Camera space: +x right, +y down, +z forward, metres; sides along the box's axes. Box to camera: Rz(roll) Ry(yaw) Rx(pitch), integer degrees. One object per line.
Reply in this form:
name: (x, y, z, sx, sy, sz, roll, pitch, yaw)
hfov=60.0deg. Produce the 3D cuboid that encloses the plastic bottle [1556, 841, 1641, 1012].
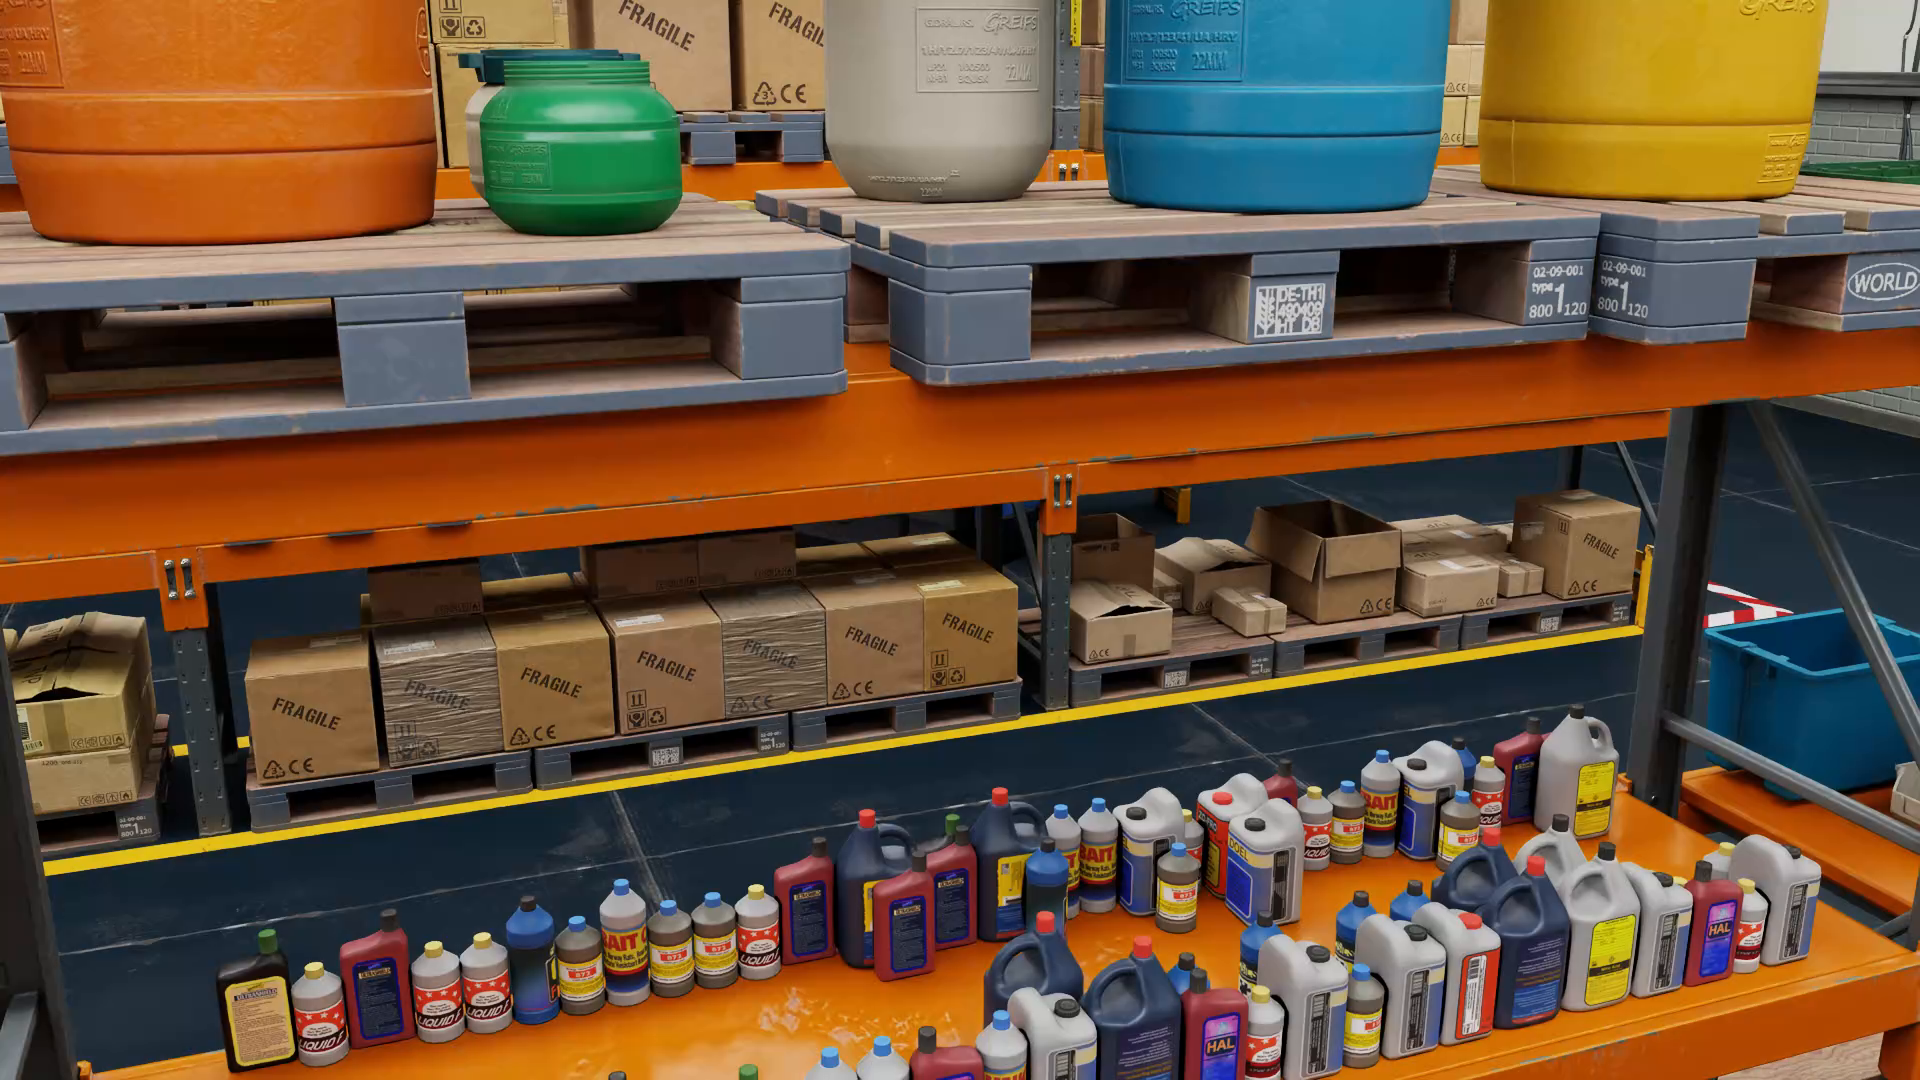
plastic bottle: (1.354, 0.819, 3.574, 0.185, 0.351, 0.144, -6, 17, -20)

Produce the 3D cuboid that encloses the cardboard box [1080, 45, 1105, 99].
cardboard box: (0.869, -2.278, 8.088, 0.500, 0.250, 0.500, -6, 17, -20)

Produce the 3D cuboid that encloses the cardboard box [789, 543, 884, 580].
cardboard box: (-0.707, 0.342, 8.765, 0.500, 0.500, 0.500, -6, 17, -19)

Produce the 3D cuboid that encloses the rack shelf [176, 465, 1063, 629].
rack shelf: (-1.541, -0.141, 8.030, 4.000, 0.370, 1.077, -6, 17, -20)

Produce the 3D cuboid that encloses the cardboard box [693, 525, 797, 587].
cardboard box: (-1.146, 0.027, 8.509, 0.500, 0.250, 0.500, -6, 17, -20)

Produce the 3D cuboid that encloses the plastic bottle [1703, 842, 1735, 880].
plastic bottle: (1.781, 0.805, 3.885, 0.097, 0.201, 0.097, 0, 16, 0)

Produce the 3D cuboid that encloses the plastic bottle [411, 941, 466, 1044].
plastic bottle: (-1.085, 0.932, 3.454, 0.097, 0.201, 0.097, 0, 16, 0)

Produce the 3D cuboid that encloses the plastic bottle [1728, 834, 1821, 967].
plastic bottle: (1.843, 0.801, 3.769, 0.135, 0.276, 0.152, -6, 17, -20)

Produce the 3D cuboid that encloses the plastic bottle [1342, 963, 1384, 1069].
plastic bottle: (0.807, 0.956, 3.370, 0.097, 0.201, 0.097, 0, 16, 0)

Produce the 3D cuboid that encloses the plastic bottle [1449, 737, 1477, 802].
plastic bottle: (1.284, 0.642, 4.315, 0.097, 0.271, 0.097, 0, 16, 0)

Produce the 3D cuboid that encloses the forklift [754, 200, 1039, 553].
forklift: (-0.570, -1.189, 10.444, 1.130, 2.935, 3.031, 13, 21, 36)

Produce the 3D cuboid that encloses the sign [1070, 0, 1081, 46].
sign: (0.528, -2.418, 7.568, 0.005, 0.325, 0.100, -6, 17, -20)

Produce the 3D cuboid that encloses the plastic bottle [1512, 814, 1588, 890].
plastic bottle: (1.302, 0.781, 3.703, 0.185, 0.351, 0.144, -6, 17, -20)

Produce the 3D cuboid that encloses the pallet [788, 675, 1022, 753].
pallet: (-0.420, 0.743, 8.695, 1.213, 0.211, 1.003, -6, 17, -20)

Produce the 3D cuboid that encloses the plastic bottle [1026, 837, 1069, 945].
plastic bottle: (0.197, 0.803, 3.768, 0.097, 0.271, 0.097, 0, 16, 0)

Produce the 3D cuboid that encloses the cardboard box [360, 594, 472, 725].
cardboard box: (-2.620, 0.548, 8.064, 0.500, 0.500, 0.500, -5, 17, -18)

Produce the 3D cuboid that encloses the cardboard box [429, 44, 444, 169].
cardboard box: (-2.537, -1.876, 7.160, 0.500, 0.500, 0.910, -6, 17, -20)

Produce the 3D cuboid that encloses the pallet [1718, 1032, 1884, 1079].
pallet: (2.768, 1.870, 4.856, 1.213, 0.211, 1.003, -6, 17, -20)

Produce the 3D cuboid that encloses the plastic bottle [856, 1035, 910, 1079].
plastic bottle: (-0.139, 1.025, 3.012, 0.097, 0.271, 0.097, 0, 16, 0)

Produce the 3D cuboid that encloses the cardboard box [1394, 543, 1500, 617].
cardboard box: (2.744, 0.225, 9.607, 0.500, 0.250, 0.500, -6, 17, -20)

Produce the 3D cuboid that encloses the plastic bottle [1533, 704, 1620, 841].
plastic bottle: (1.613, 0.594, 4.339, 0.185, 0.351, 0.144, -6, 17, -20)

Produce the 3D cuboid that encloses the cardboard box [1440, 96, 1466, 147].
cardboard box: (2.270, -2.189, 8.672, 0.500, 0.250, 0.500, -6, 17, -20)

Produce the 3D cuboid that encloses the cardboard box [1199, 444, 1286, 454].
cardboard box: (1.377, -0.768, 8.711, 0.500, 0.500, 0.500, -6, 17, -19)

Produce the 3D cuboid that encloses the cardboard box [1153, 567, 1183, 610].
cardboard box: (1.086, 0.284, 9.587, 0.250, 0.149, 0.380, -6, 17, -20)

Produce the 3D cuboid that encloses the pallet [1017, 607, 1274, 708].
pallet: (0.968, 0.582, 9.243, 1.213, 0.211, 1.003, -6, 17, -20)

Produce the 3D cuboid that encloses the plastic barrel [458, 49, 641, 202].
plastic barrel: (-0.691, -0.702, 2.840, 0.301, 0.262, 0.301, 0, 16, 0)

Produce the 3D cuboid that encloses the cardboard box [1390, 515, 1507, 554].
cardboard box: (2.985, 0.048, 10.210, 0.500, 0.250, 0.500, -6, 17, -20)

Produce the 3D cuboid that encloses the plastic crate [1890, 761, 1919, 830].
plastic crate: (2.581, 0.705, 4.237, 0.243, 0.136, 0.396, -6, 17, -20)

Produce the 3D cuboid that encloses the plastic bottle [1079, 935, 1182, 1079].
plastic bottle: (0.325, 0.930, 3.196, 0.185, 0.351, 0.144, -6, 17, -20)

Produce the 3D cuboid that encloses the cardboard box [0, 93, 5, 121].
cardboard box: (-3.812, -1.792, 6.575, 0.500, 0.250, 0.500, -8, 18, -24)

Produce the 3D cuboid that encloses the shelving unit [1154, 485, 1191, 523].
shelving unit: (1.076, -0.895, 11.985, 1.083, 1.500, 0.587, -4, 17, -12)

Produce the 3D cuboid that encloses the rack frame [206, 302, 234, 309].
rack frame: (-5.185, -1.587, 11.679, 0.127, 3.000, 1.000, -6, 17, -20)

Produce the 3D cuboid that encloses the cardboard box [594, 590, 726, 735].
cardboard box: (-1.439, 0.576, 7.969, 0.500, 0.500, 0.500, -7, 18, -22)

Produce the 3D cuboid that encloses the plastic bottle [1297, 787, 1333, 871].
plastic bottle: (0.885, 0.719, 4.179, 0.097, 0.201, 0.097, 0, 16, 0)

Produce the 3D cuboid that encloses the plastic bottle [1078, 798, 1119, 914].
plastic bottle: (0.327, 0.746, 3.964, 0.097, 0.271, 0.097, 0, 16, 0)

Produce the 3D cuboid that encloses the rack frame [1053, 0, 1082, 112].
rack frame: (0.326, -3.566, 7.770, 0.127, 3.000, 1.000, -6, 17, -20)

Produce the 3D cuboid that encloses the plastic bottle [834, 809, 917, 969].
plastic bottle: (-0.184, 0.770, 3.741, 0.185, 0.351, 0.144, -6, 17, -20)

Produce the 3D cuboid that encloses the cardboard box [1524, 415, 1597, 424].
cardboard box: (3.257, -0.969, 9.396, 0.500, 0.500, 0.500, -6, 17, -20)

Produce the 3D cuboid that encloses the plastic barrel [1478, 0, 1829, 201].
plastic barrel: (1.316, -0.969, 3.173, 0.600, 0.588, 0.600, 0, 16, 0)

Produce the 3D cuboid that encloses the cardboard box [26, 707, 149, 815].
cardboard box: (-3.813, 0.951, 7.171, 0.500, 0.250, 0.500, -6, 17, -19)

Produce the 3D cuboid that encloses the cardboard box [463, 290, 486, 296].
cardboard box: (-3.684, -1.869, 11.899, 0.500, 0.500, 0.500, -6, 17, -20)

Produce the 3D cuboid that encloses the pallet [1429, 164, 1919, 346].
pallet: (1.398, -0.628, 3.423, 1.003, 0.211, 1.213, -6, 17, -20)

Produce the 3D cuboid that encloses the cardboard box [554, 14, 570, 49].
cardboard box: (-2.807, -3.556, 12.101, 0.500, 0.500, 0.700, -7, 18, -21)

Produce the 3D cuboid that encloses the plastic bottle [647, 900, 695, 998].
plastic bottle: (-0.631, 0.883, 3.621, 0.097, 0.201, 0.097, 0, 16, 0)

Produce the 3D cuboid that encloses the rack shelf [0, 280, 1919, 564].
rack shelf: (0.228, -0.276, 3.168, 4.000, 0.370, 1.077, -6, 17, -20)

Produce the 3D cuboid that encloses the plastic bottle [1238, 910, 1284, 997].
plastic bottle: (0.627, 0.896, 3.450, 0.097, 0.271, 0.097, 0, 16, 0)
